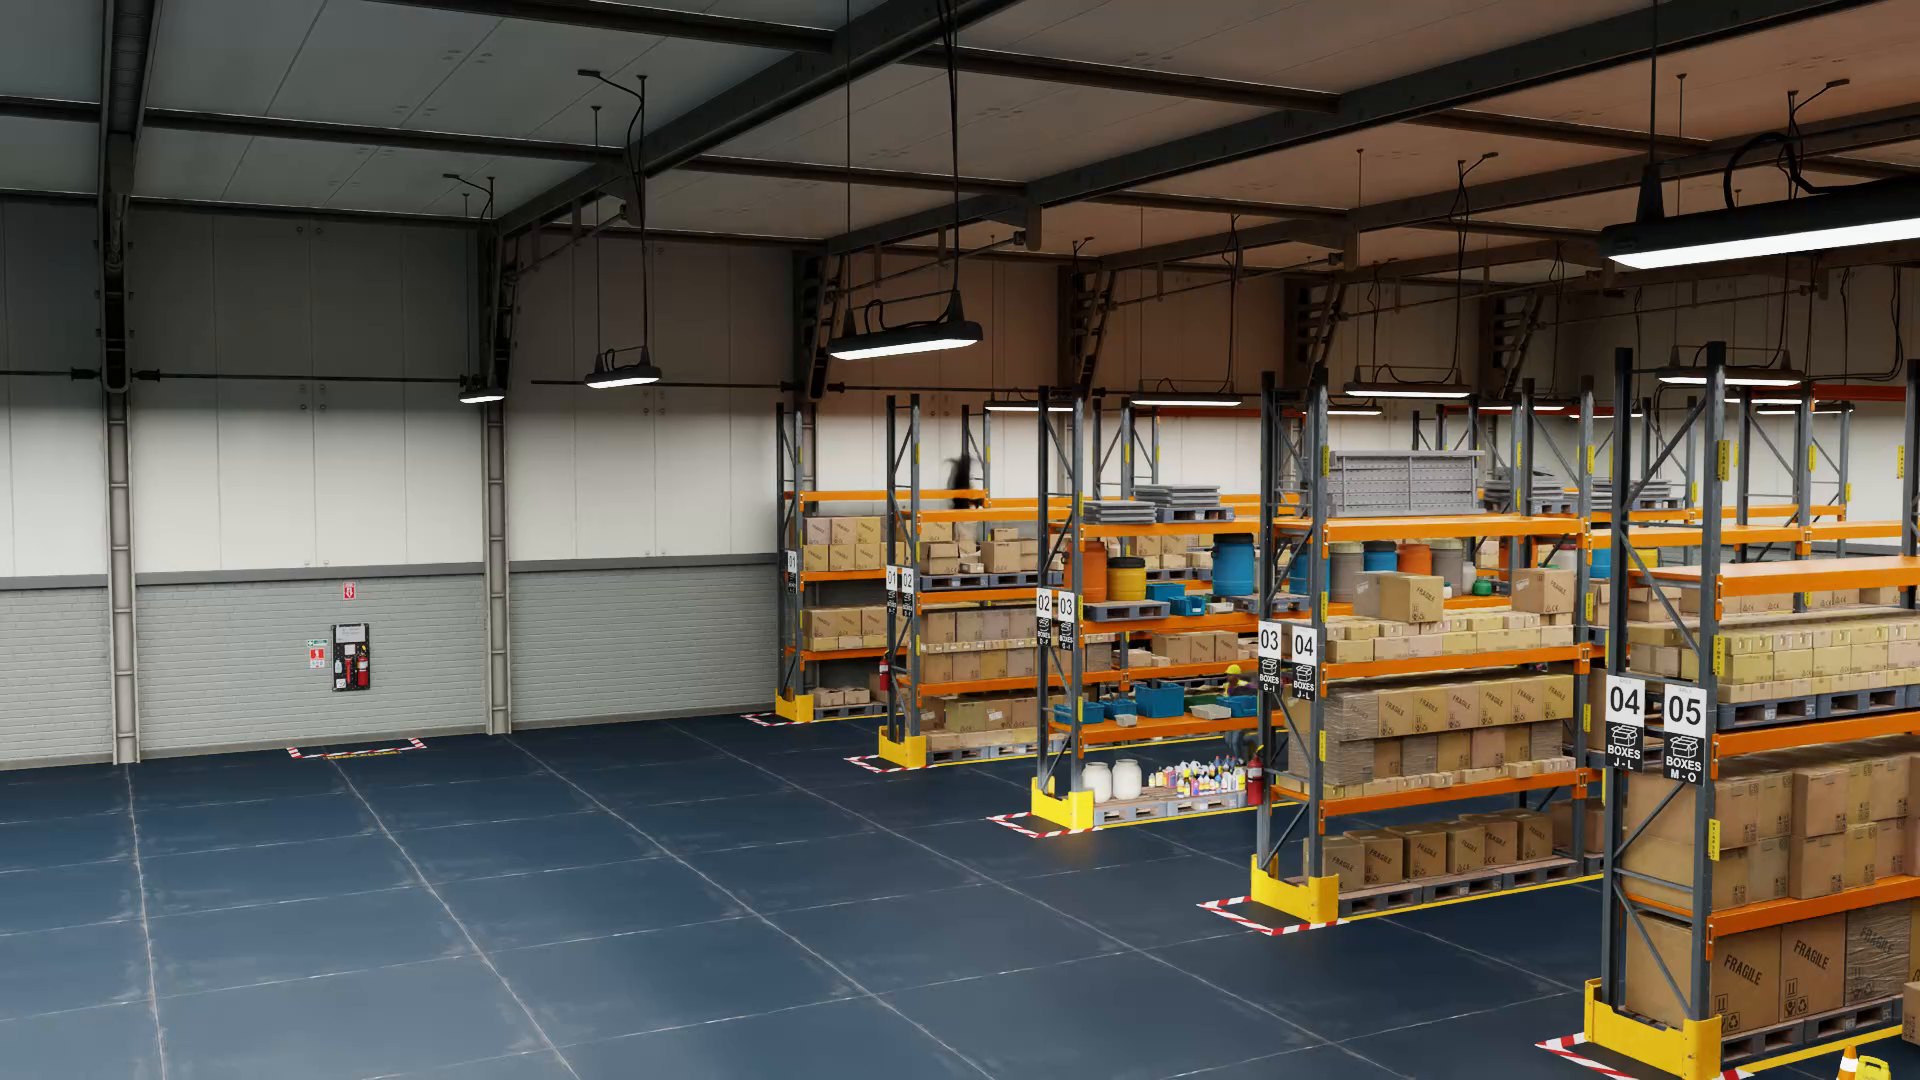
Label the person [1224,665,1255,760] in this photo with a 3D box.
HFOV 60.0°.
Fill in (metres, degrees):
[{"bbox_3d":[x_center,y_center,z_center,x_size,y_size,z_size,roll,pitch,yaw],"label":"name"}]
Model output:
[{"bbox_3d":[4.480,2.821,26.537,0.698,1.695,0.685,-3,4,-41],"label":"person"}]
